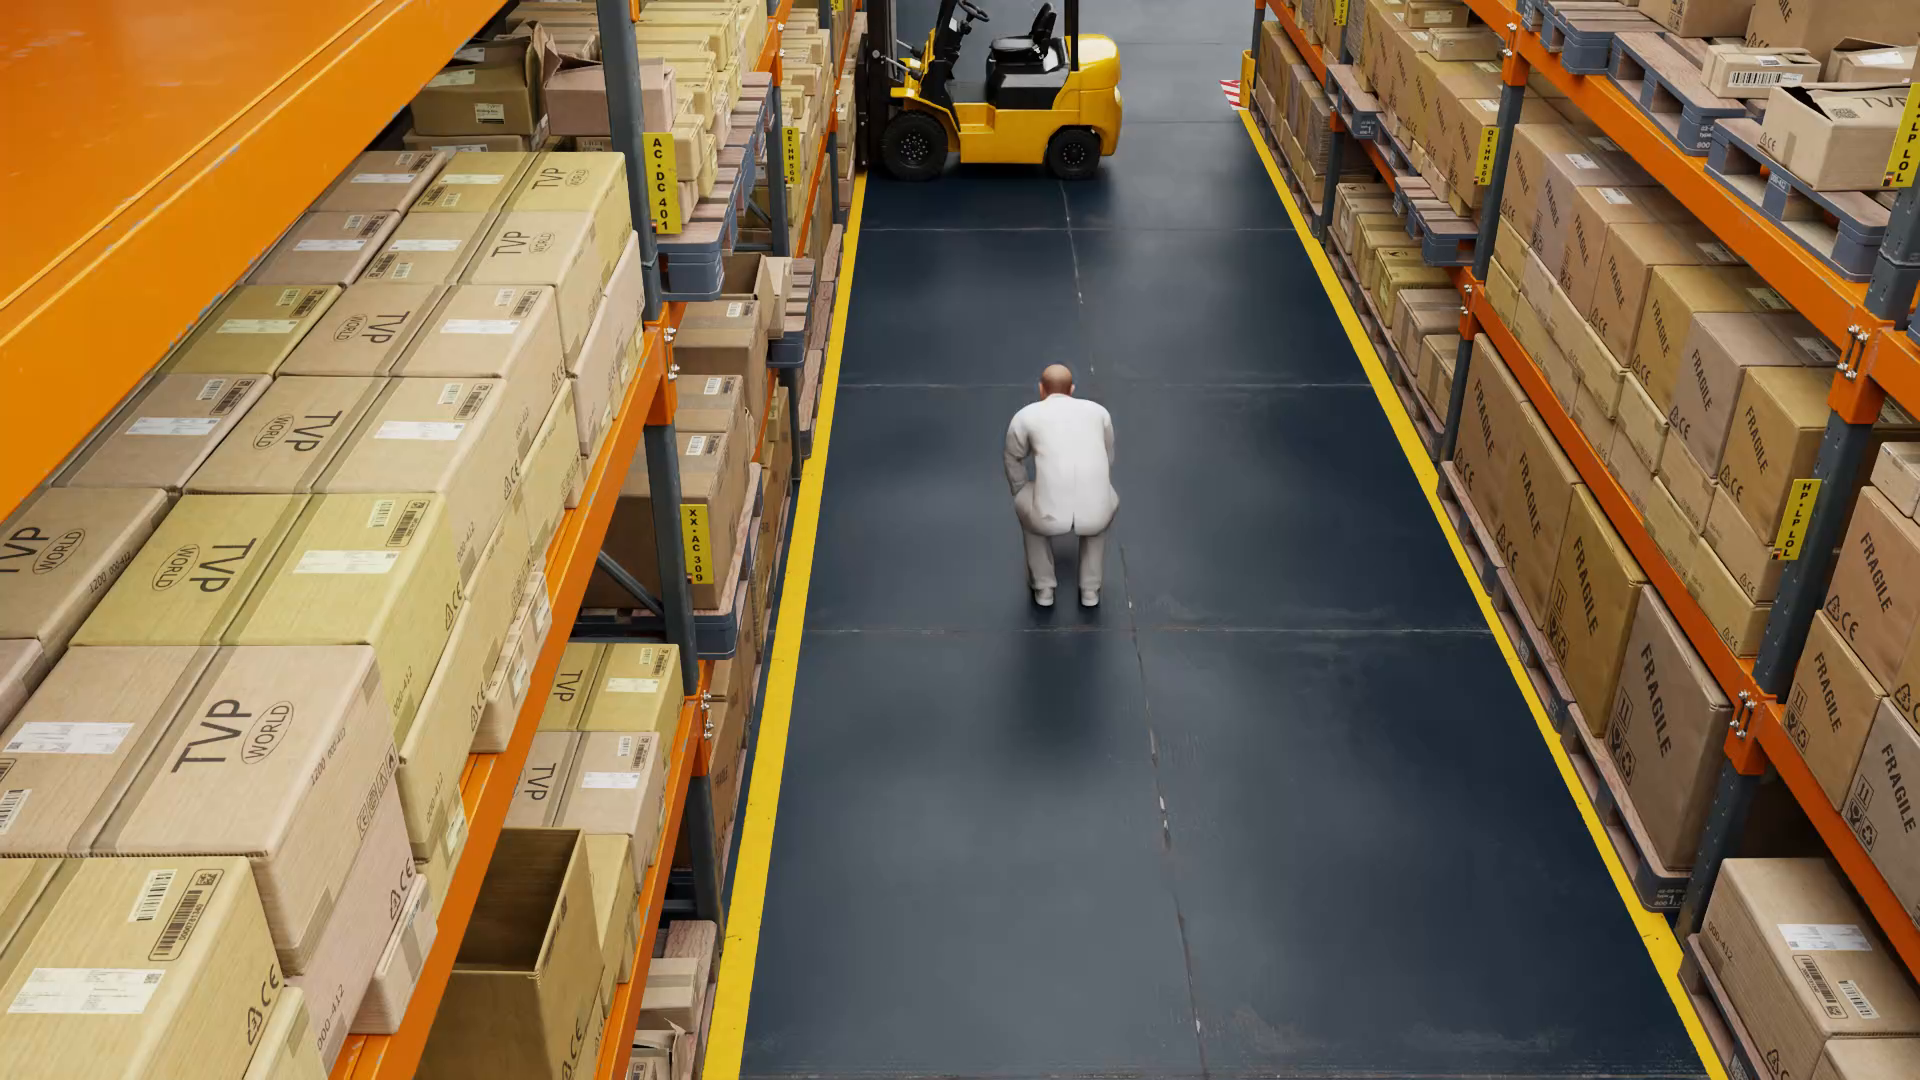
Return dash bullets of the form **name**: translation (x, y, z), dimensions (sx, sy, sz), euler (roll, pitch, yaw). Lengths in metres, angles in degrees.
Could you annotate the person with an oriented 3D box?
- **person**: translation (0.550, -0.264, 8.976), dimensions (0.627, 1.180, 0.821), euler (0, 31, 0)
